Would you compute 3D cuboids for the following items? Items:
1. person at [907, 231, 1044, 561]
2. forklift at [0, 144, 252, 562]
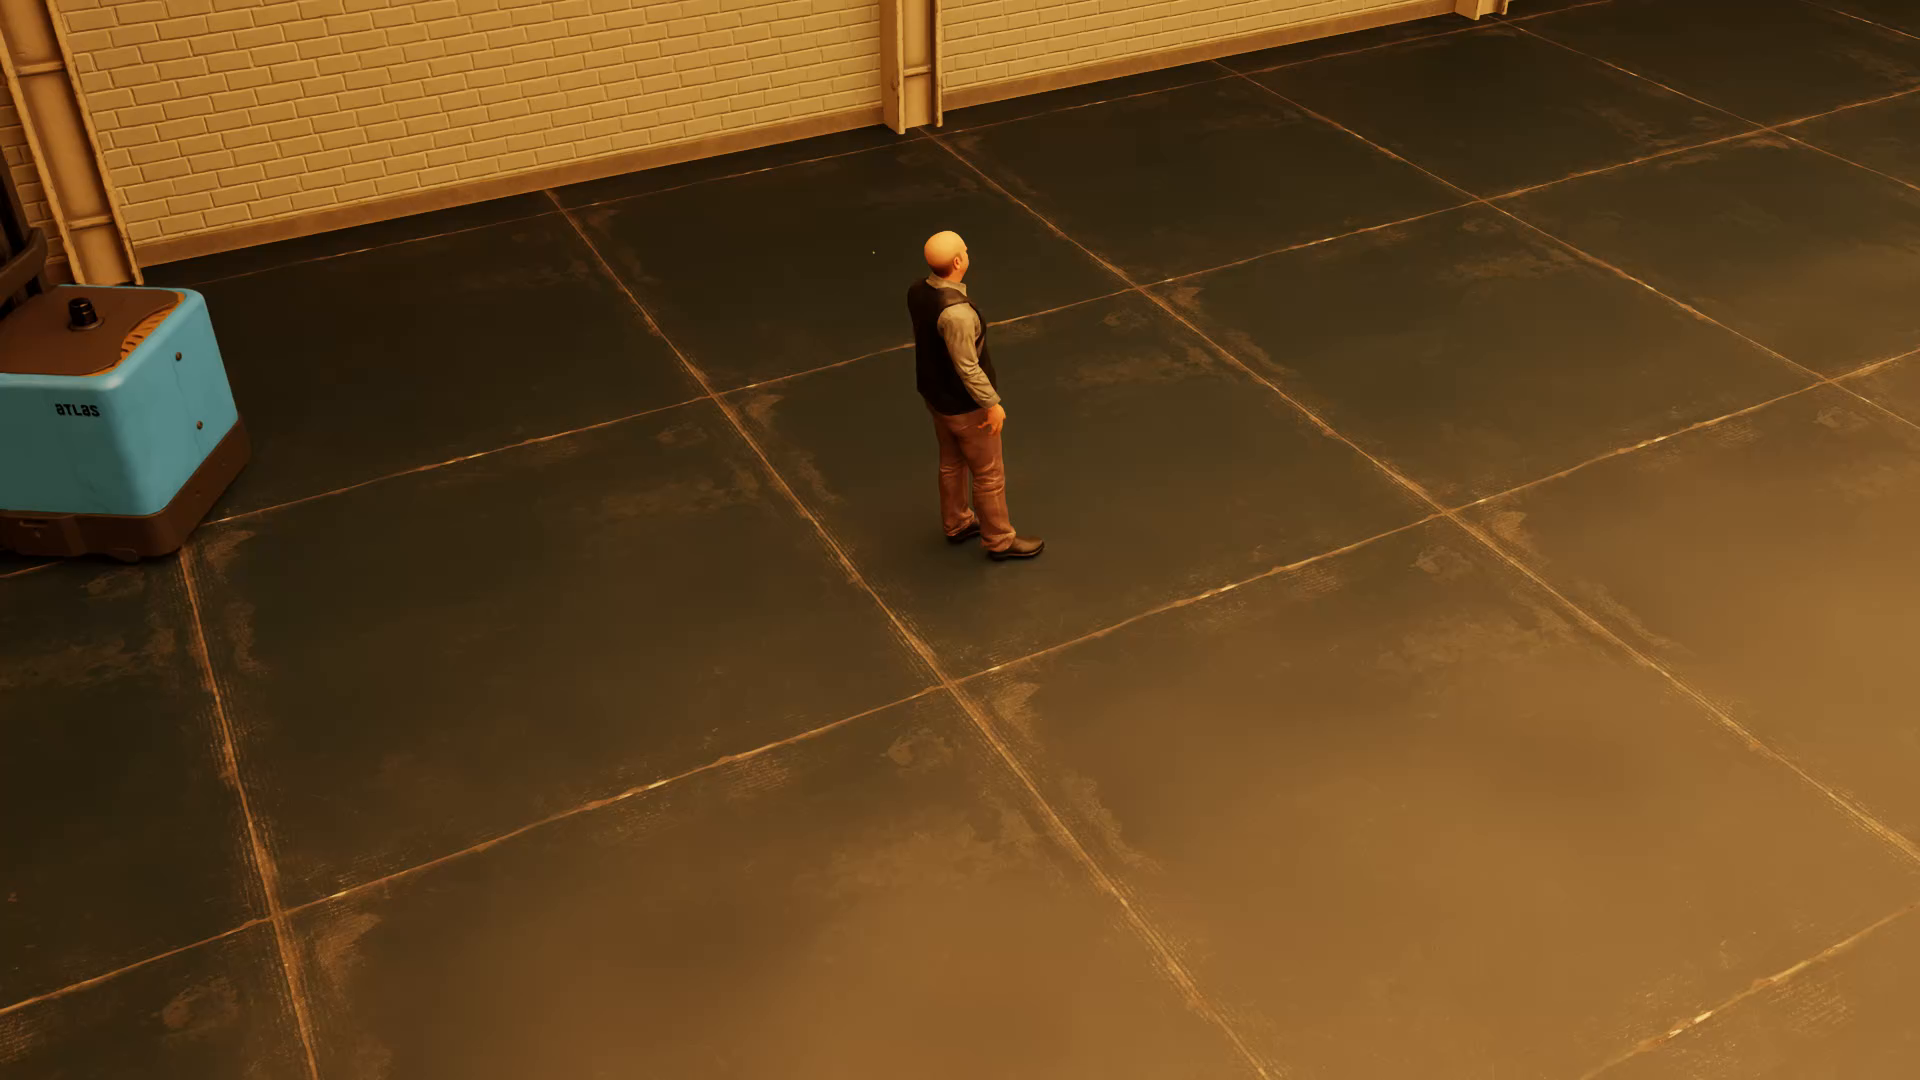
[{"bbox_3d":[0.058,-0.721,8.179,0.568,1.720,0.632,-17,39,-23],"label":"person"},{"bbox_3d":[-5.458,-1.419,8.131,3.031,2.935,1.130,3,35,4],"label":"forklift"}]
